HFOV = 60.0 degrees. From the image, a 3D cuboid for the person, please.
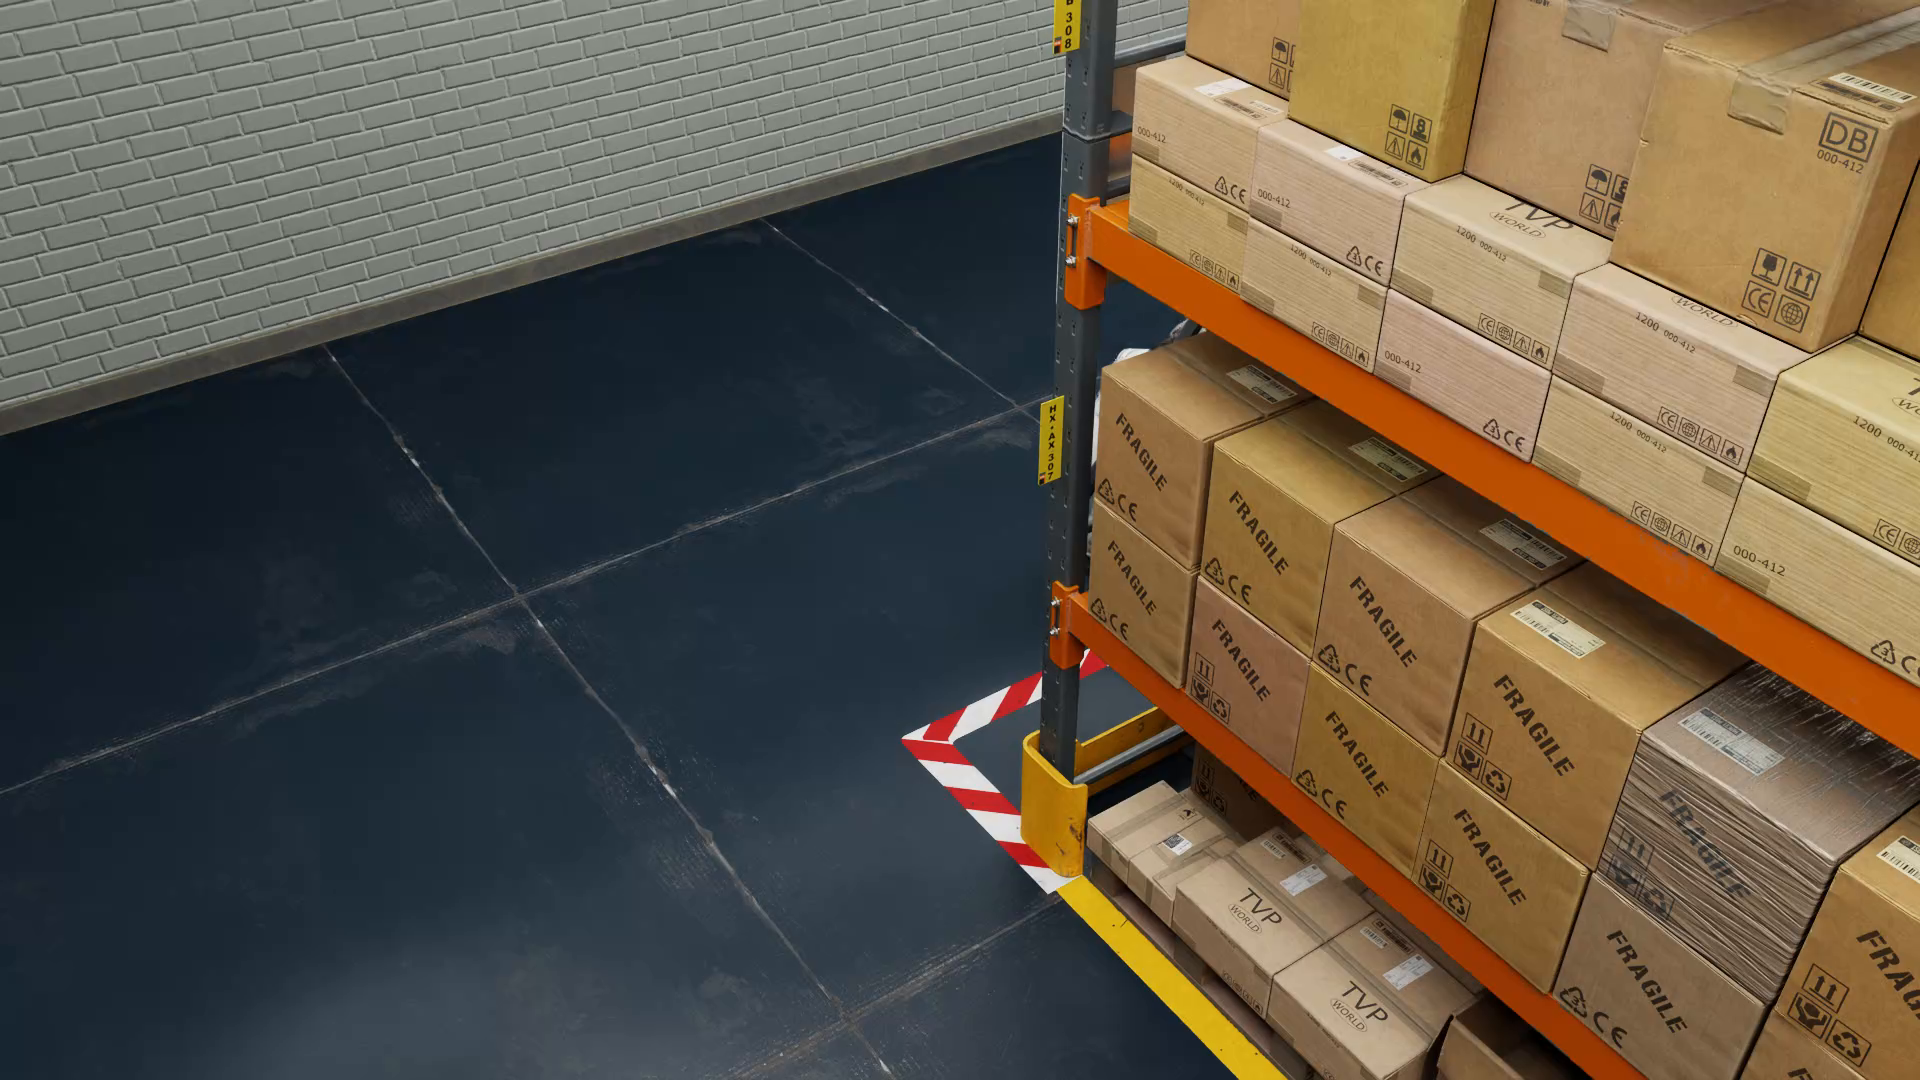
[{"bbox_3d":[0.848,-0.419,7.951,0.803,1.212,0.541,-23,42,-27],"label":"person"}]
